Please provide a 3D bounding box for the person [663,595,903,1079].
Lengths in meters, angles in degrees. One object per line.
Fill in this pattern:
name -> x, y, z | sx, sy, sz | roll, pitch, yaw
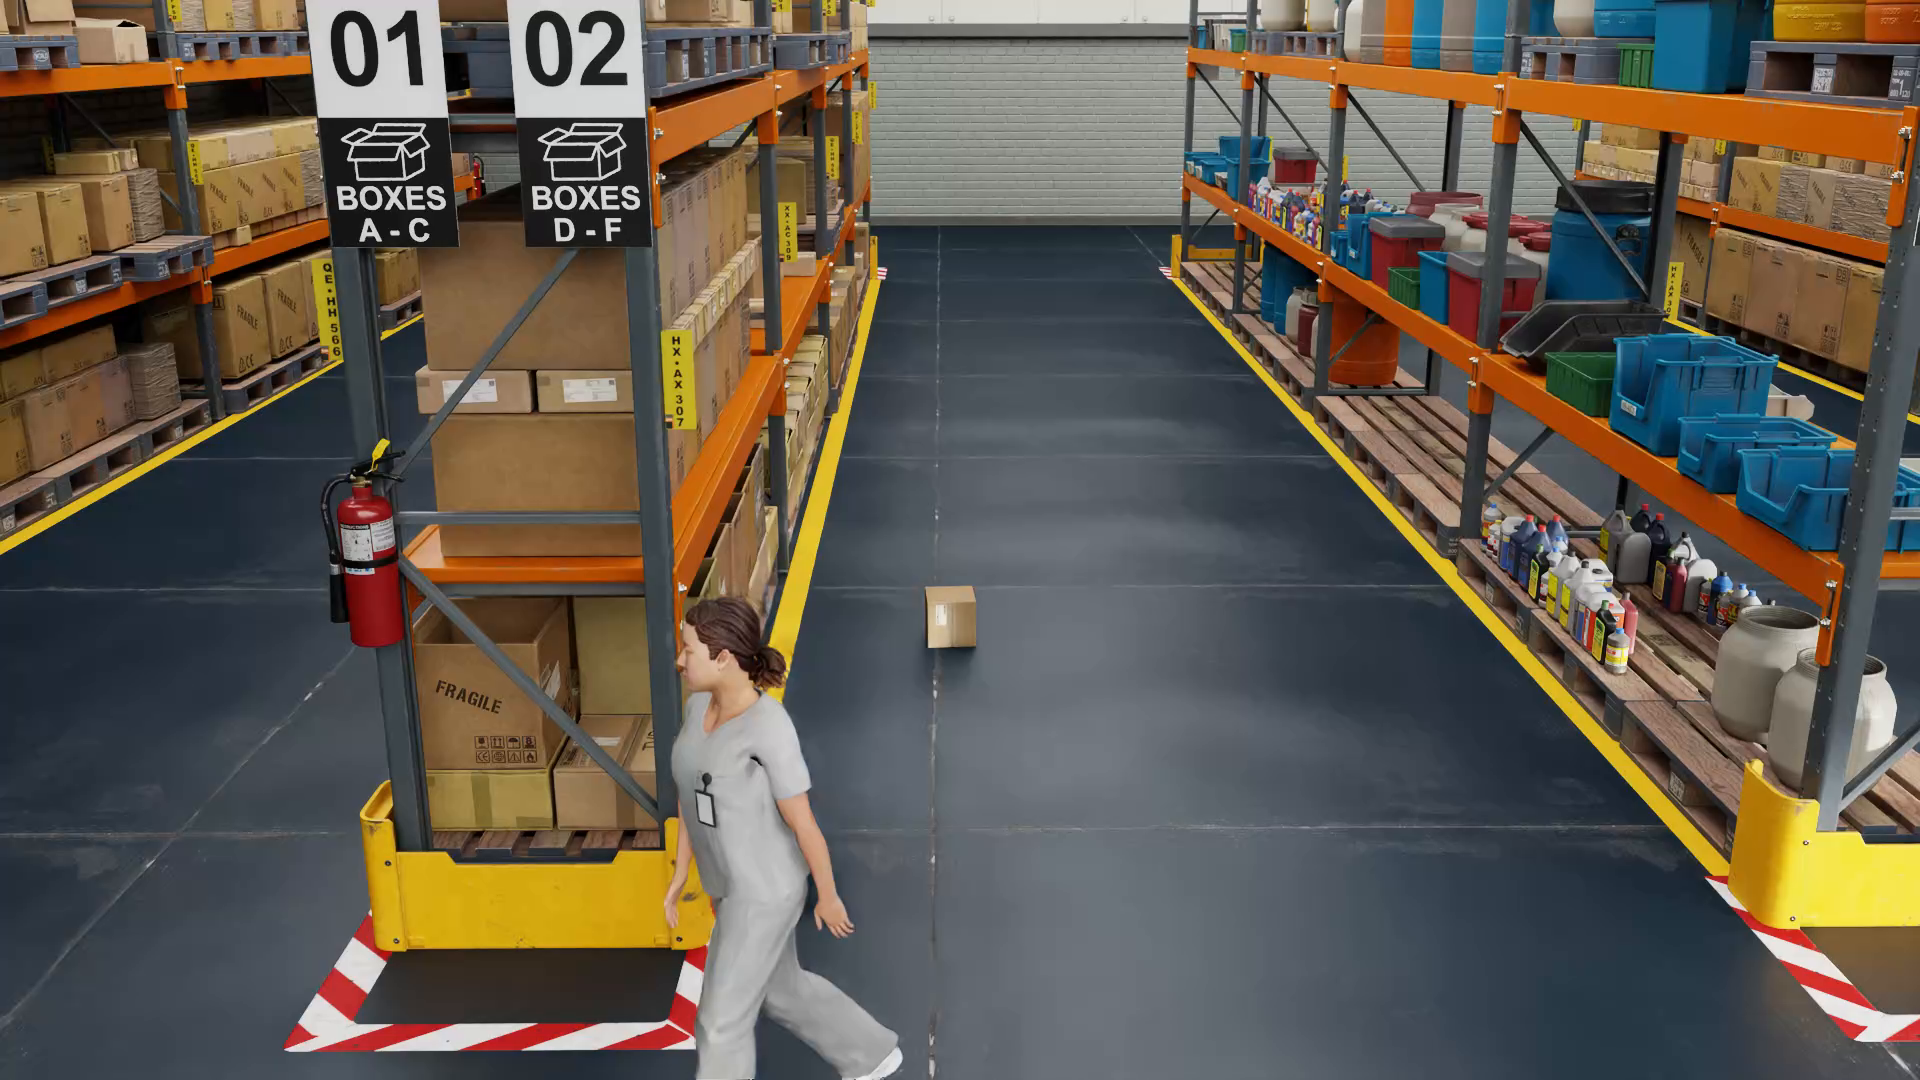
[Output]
person -> -0.575, 0.934, 4.537 | 0.926, 1.626, 0.494 | -13, 21, -35
